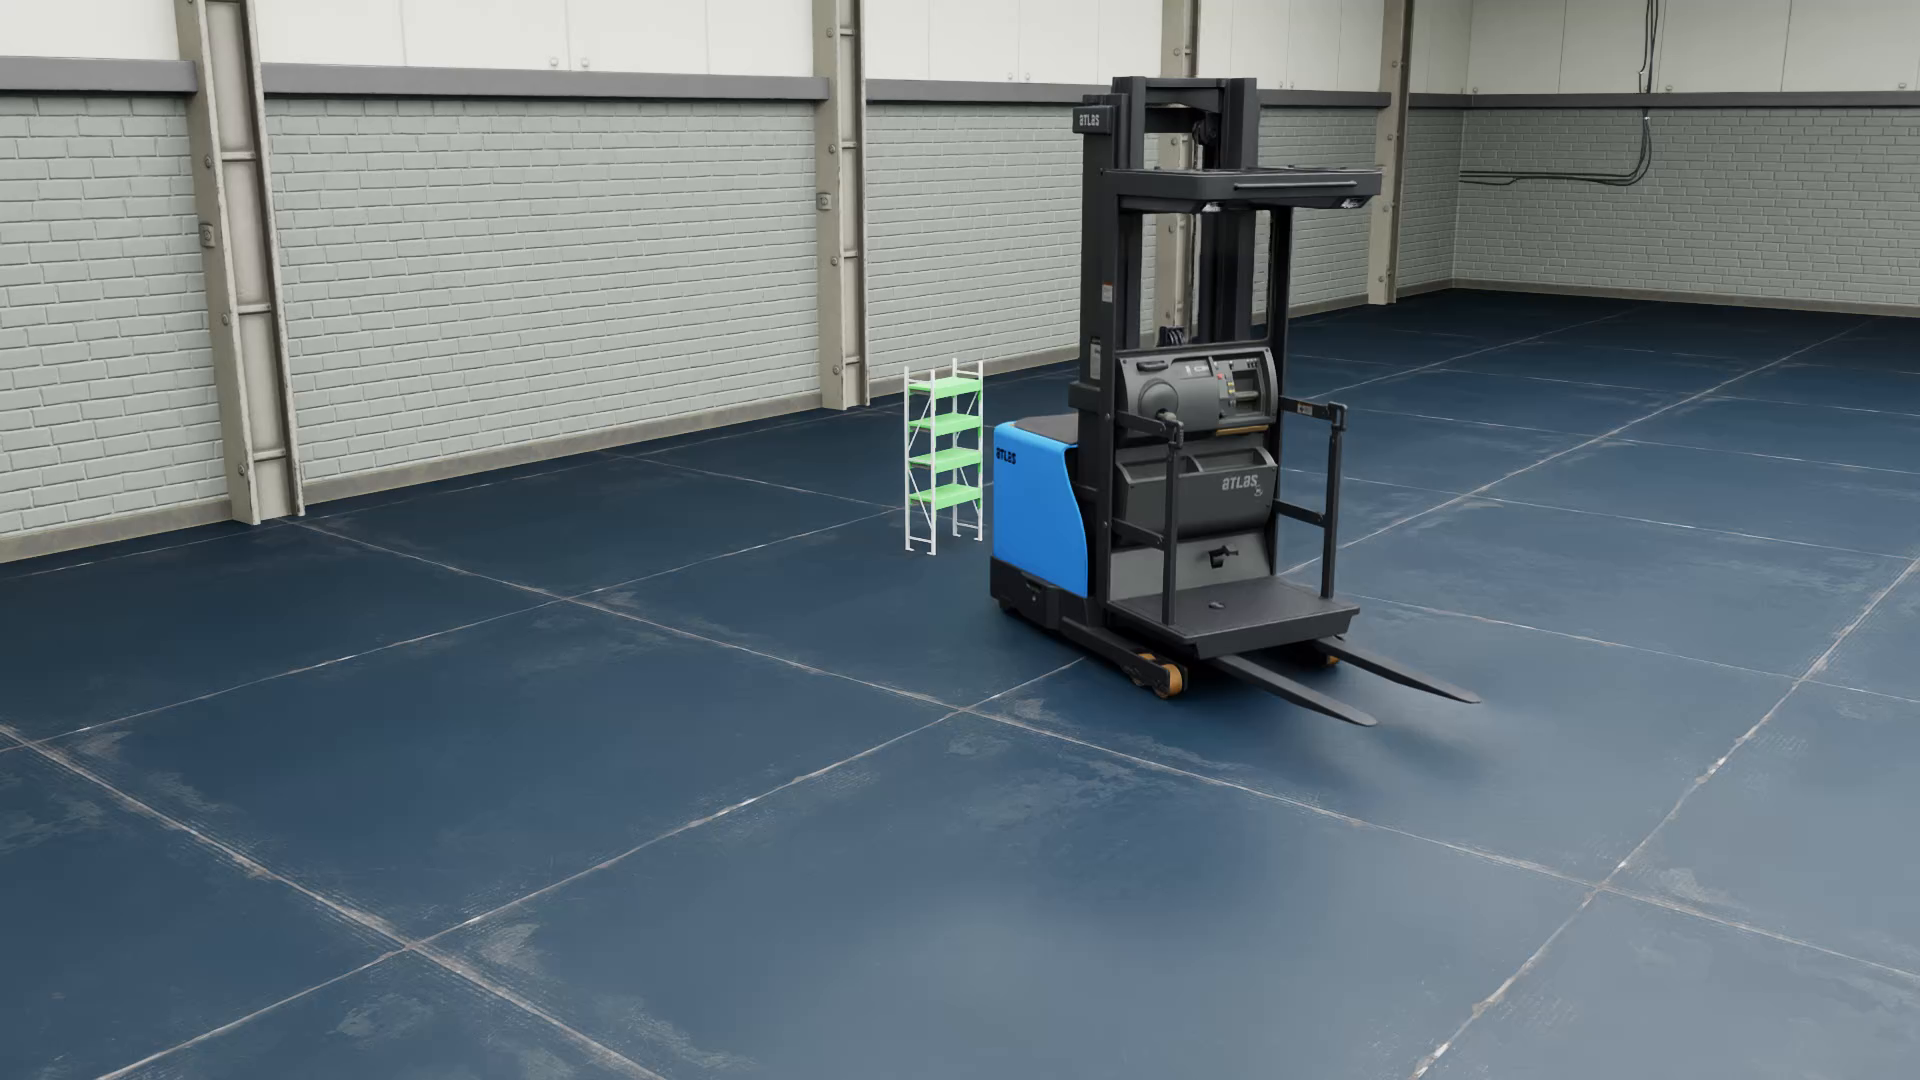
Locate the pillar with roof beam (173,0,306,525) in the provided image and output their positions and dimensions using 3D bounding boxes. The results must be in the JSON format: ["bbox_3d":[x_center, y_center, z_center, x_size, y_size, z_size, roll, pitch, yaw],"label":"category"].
[{"bbox_3d":[-1.549,-3.861,8.045,9.100,9.000,0.400,11,18,38],"label":"pillar with roof beam"}]

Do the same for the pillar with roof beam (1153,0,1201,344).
[{"bbox_3d":[5.993,-6.159,17.091,9.100,9.000,0.400,11,18,38],"label":"pillar with roof beam"}]

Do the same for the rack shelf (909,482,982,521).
[{"bbox_3d":[-0.104,-0.255,10.925,0.258,0.148,0.480,11,18,38],"label":"rack shelf"}]

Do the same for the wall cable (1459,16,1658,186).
[{"bbox_3d":[9.296,-6.829,26.034,3.097,2.526,0.112,11,18,38],"label":"wall cable"}]

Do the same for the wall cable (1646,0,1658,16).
[{"bbox_3d":[11.400,-8.858,23.765,3.097,2.526,0.112,11,18,38],"label":"wall cable"}]

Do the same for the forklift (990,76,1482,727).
[{"bbox_3d":[1.315,-0.778,8.233,1.130,2.935,3.031,-8,16,-27],"label":"forklift"}]

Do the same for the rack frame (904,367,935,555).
[{"bbox_3d":[-0.257,-0.503,10.666,0.240,1.200,0.015,11,18,38],"label":"rack frame"}]

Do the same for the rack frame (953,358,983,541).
[{"bbox_3d":[0.049,-0.597,11.034,0.240,1.200,0.015,11,18,38],"label":"rack frame"}]

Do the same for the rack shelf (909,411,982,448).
[{"bbox_3d":[-0.104,-0.721,10.807,0.258,0.148,0.480,11,18,38],"label":"rack shelf"}]

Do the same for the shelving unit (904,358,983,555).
[{"bbox_3d":[-0.104,-0.550,10.850,0.258,1.200,0.503,11,18,38],"label":"shelving unit"}]

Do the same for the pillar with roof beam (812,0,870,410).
[{"bbox_3d":[2.222,-5.010,12.568,9.100,9.000,0.400,11,18,38],"label":"pillar with roof beam"}]

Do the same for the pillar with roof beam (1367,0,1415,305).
[{"bbox_3d":[9.764,-7.308,21.614,9.100,9.000,0.400,11,18,38],"label":"pillar with roof beam"}]

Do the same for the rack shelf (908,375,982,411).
[{"bbox_3d":[-0.104,-0.953,10.748,0.258,0.148,0.480,11,18,38],"label":"rack shelf"}]

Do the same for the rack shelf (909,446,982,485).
[{"bbox_3d":[-0.104,-0.488,10.866,0.258,0.148,0.480,11,18,38],"label":"rack shelf"}]
